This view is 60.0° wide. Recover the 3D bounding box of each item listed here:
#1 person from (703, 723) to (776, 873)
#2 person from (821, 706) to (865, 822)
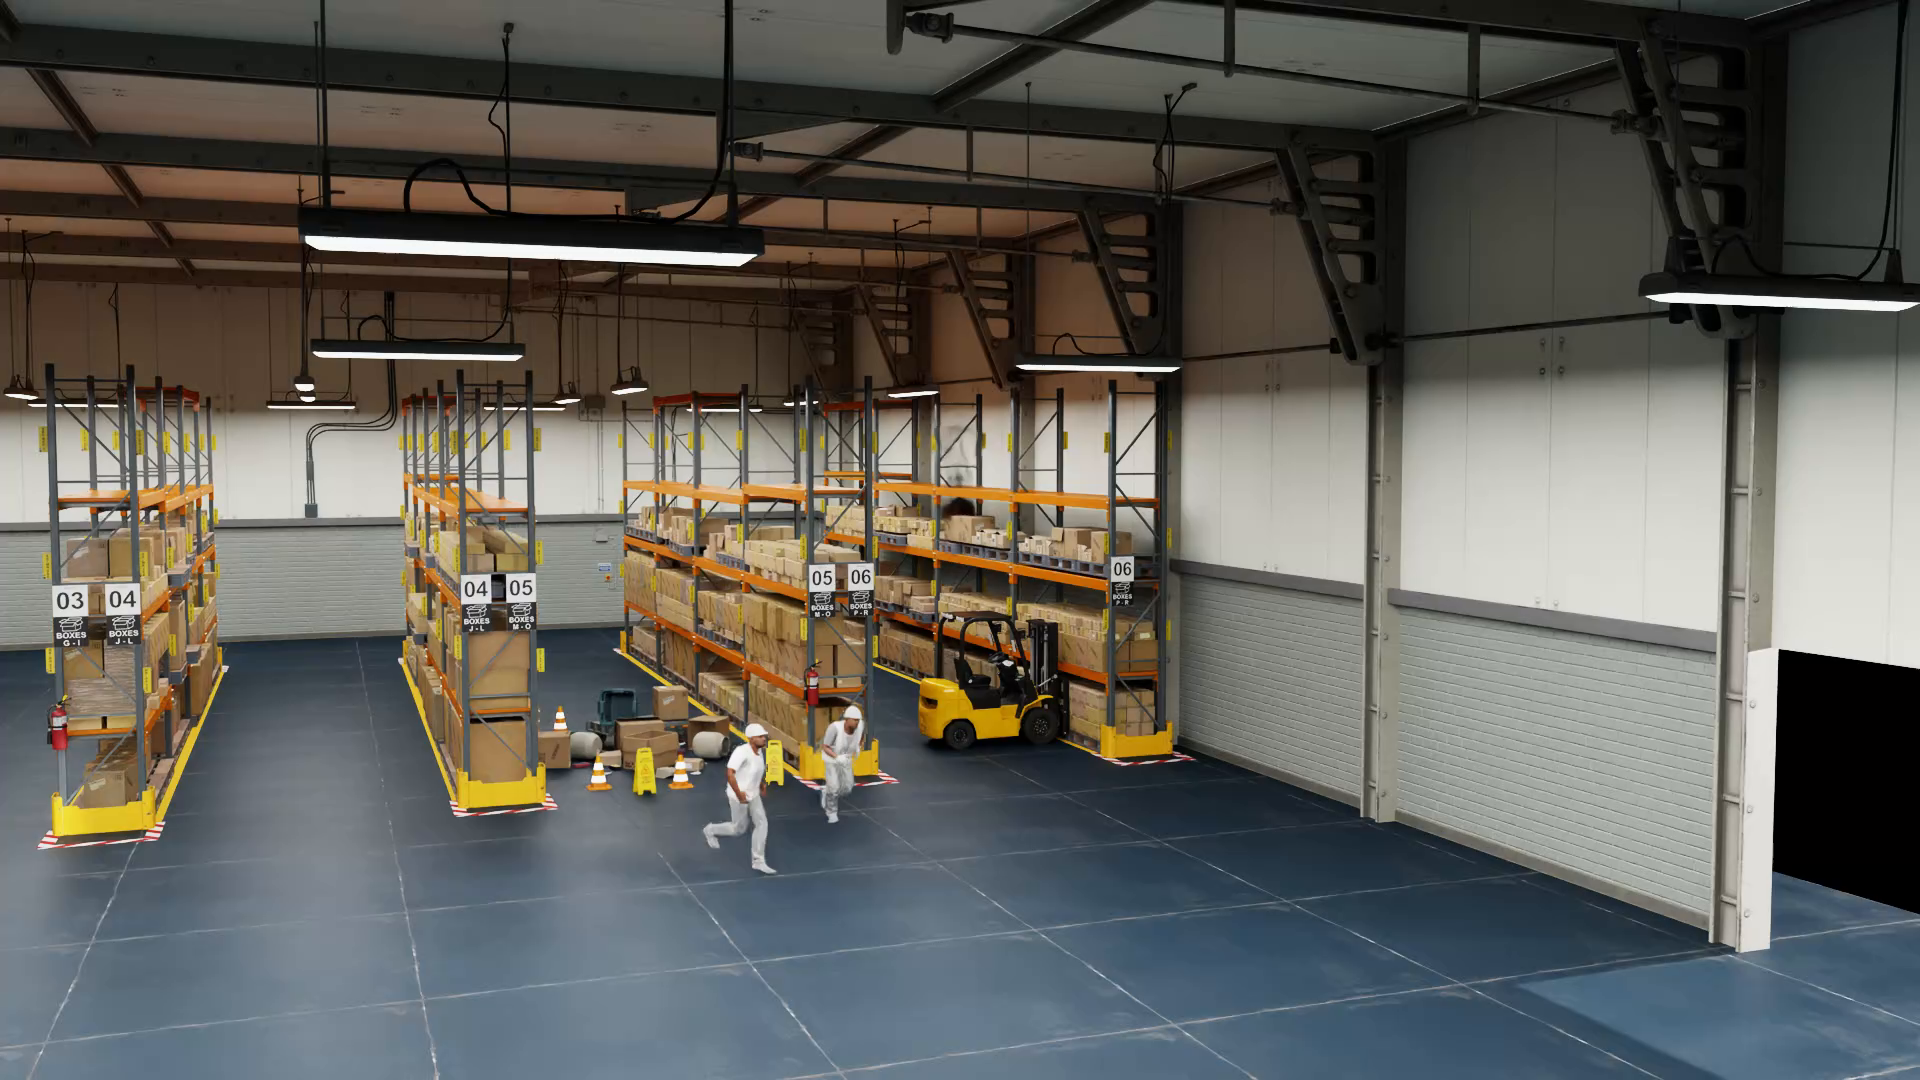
[{"bbox_3d":[-2.577,3.017,19.533,0.960,1.751,0.703,2,4,24],"label":"person"},{"bbox_3d":[-1.534,2.937,21.890,0.710,1.580,0.885,-3,4,-37],"label":"person"}]
